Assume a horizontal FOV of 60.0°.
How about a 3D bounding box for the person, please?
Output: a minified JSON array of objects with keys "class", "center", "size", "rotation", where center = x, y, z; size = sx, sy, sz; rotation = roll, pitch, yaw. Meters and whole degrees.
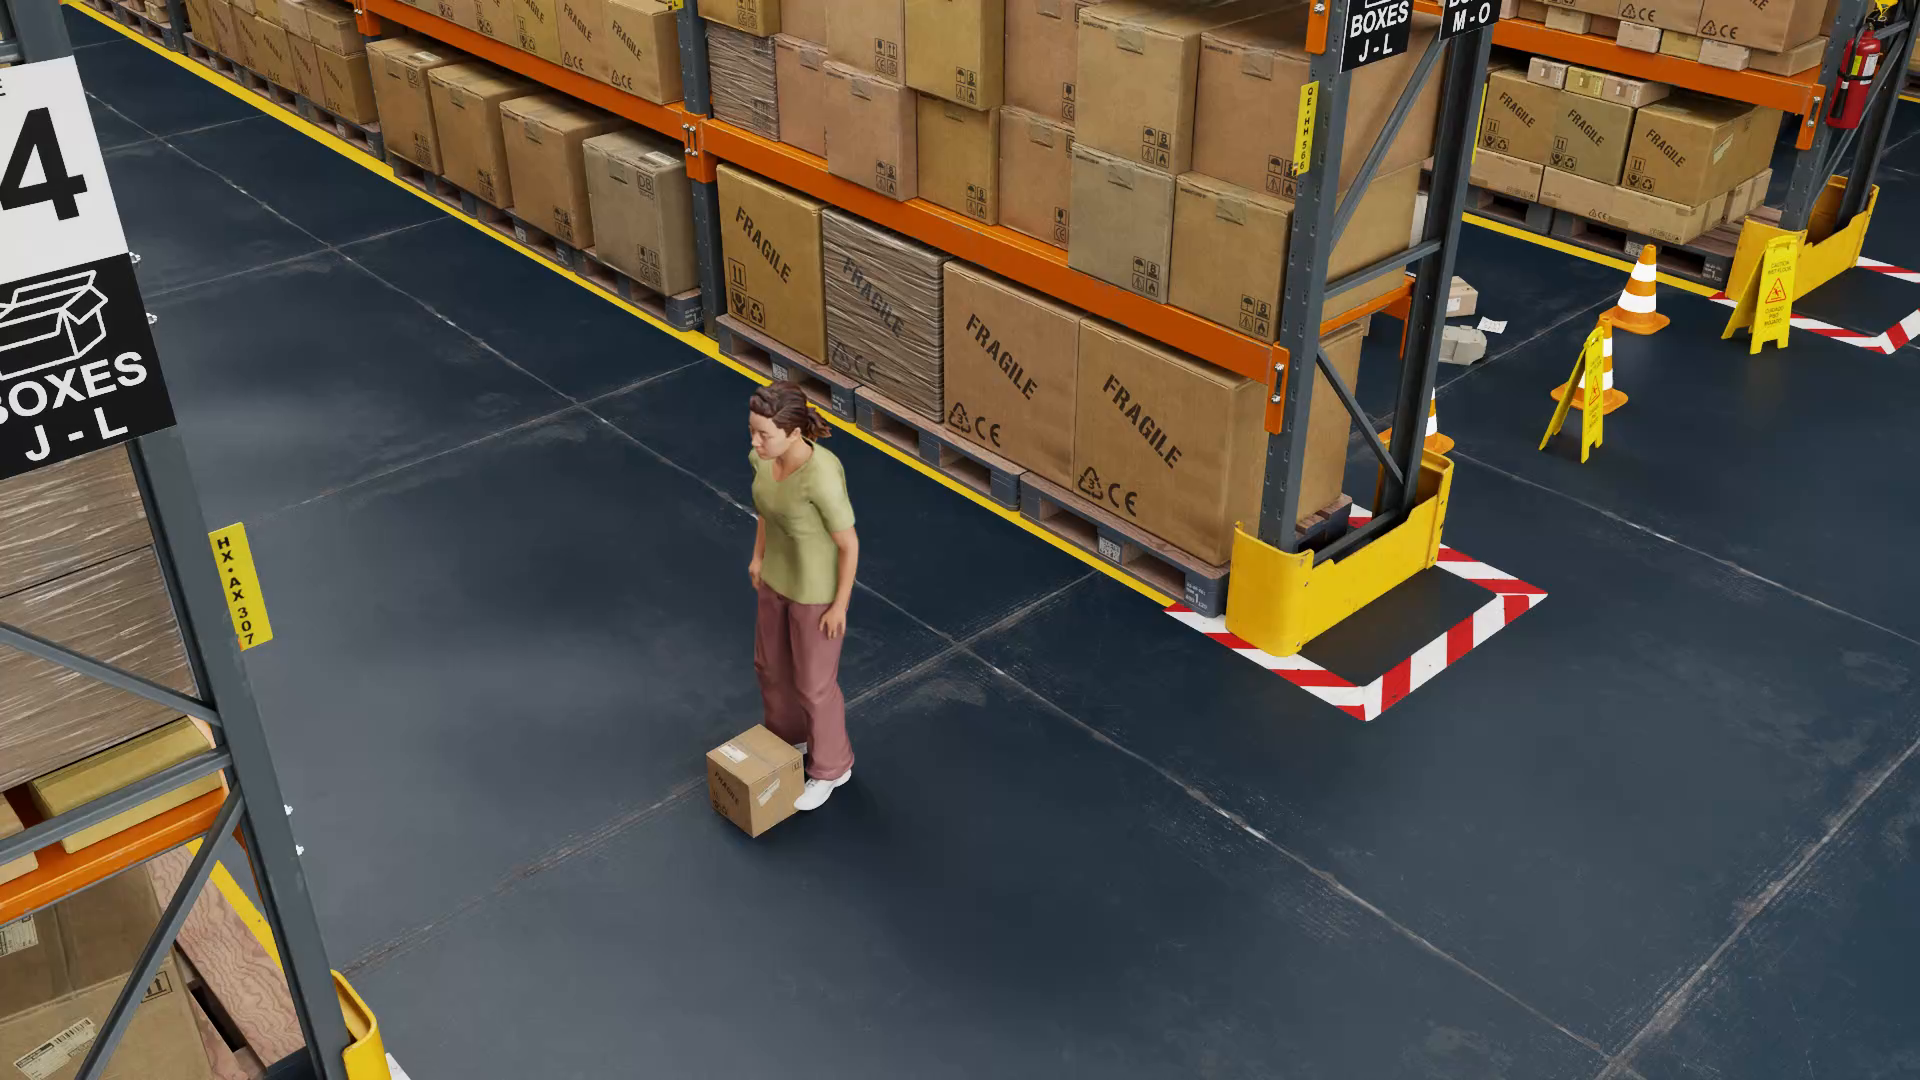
[{"class":"person","center":[-0.573,0.178,5.850],"size":[0.365,1.672,0.497],"rotation":[-27,41,-37]}]
